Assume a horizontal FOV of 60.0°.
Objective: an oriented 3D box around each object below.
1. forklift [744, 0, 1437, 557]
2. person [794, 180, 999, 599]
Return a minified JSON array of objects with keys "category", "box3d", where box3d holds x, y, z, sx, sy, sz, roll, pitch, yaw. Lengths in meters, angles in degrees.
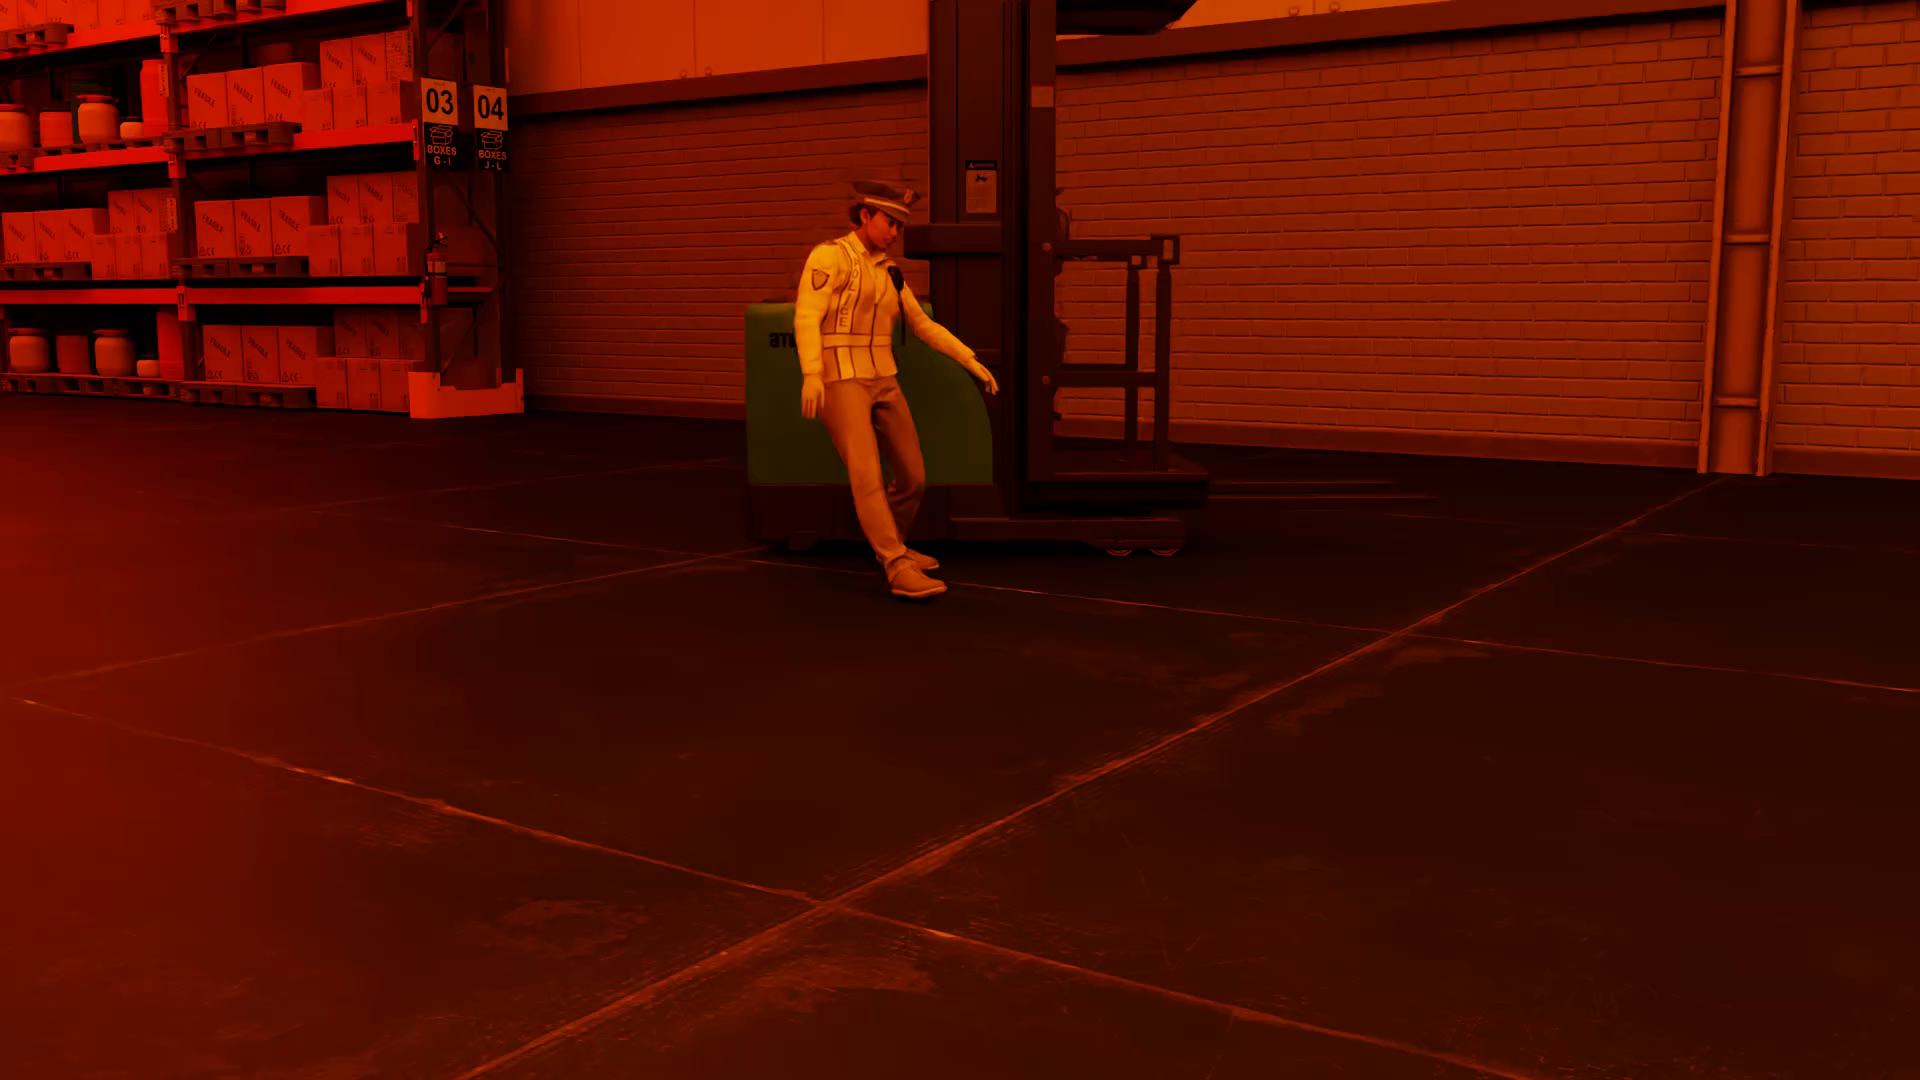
[{"category":"forklift","box3d":[0.578,-1.455,7.426,3.031,2.935,1.130,0,8,-2]},{"category":"person","box3d":[-0.206,-0.581,6.307,0.894,1.558,0.785,8,11,43]}]
